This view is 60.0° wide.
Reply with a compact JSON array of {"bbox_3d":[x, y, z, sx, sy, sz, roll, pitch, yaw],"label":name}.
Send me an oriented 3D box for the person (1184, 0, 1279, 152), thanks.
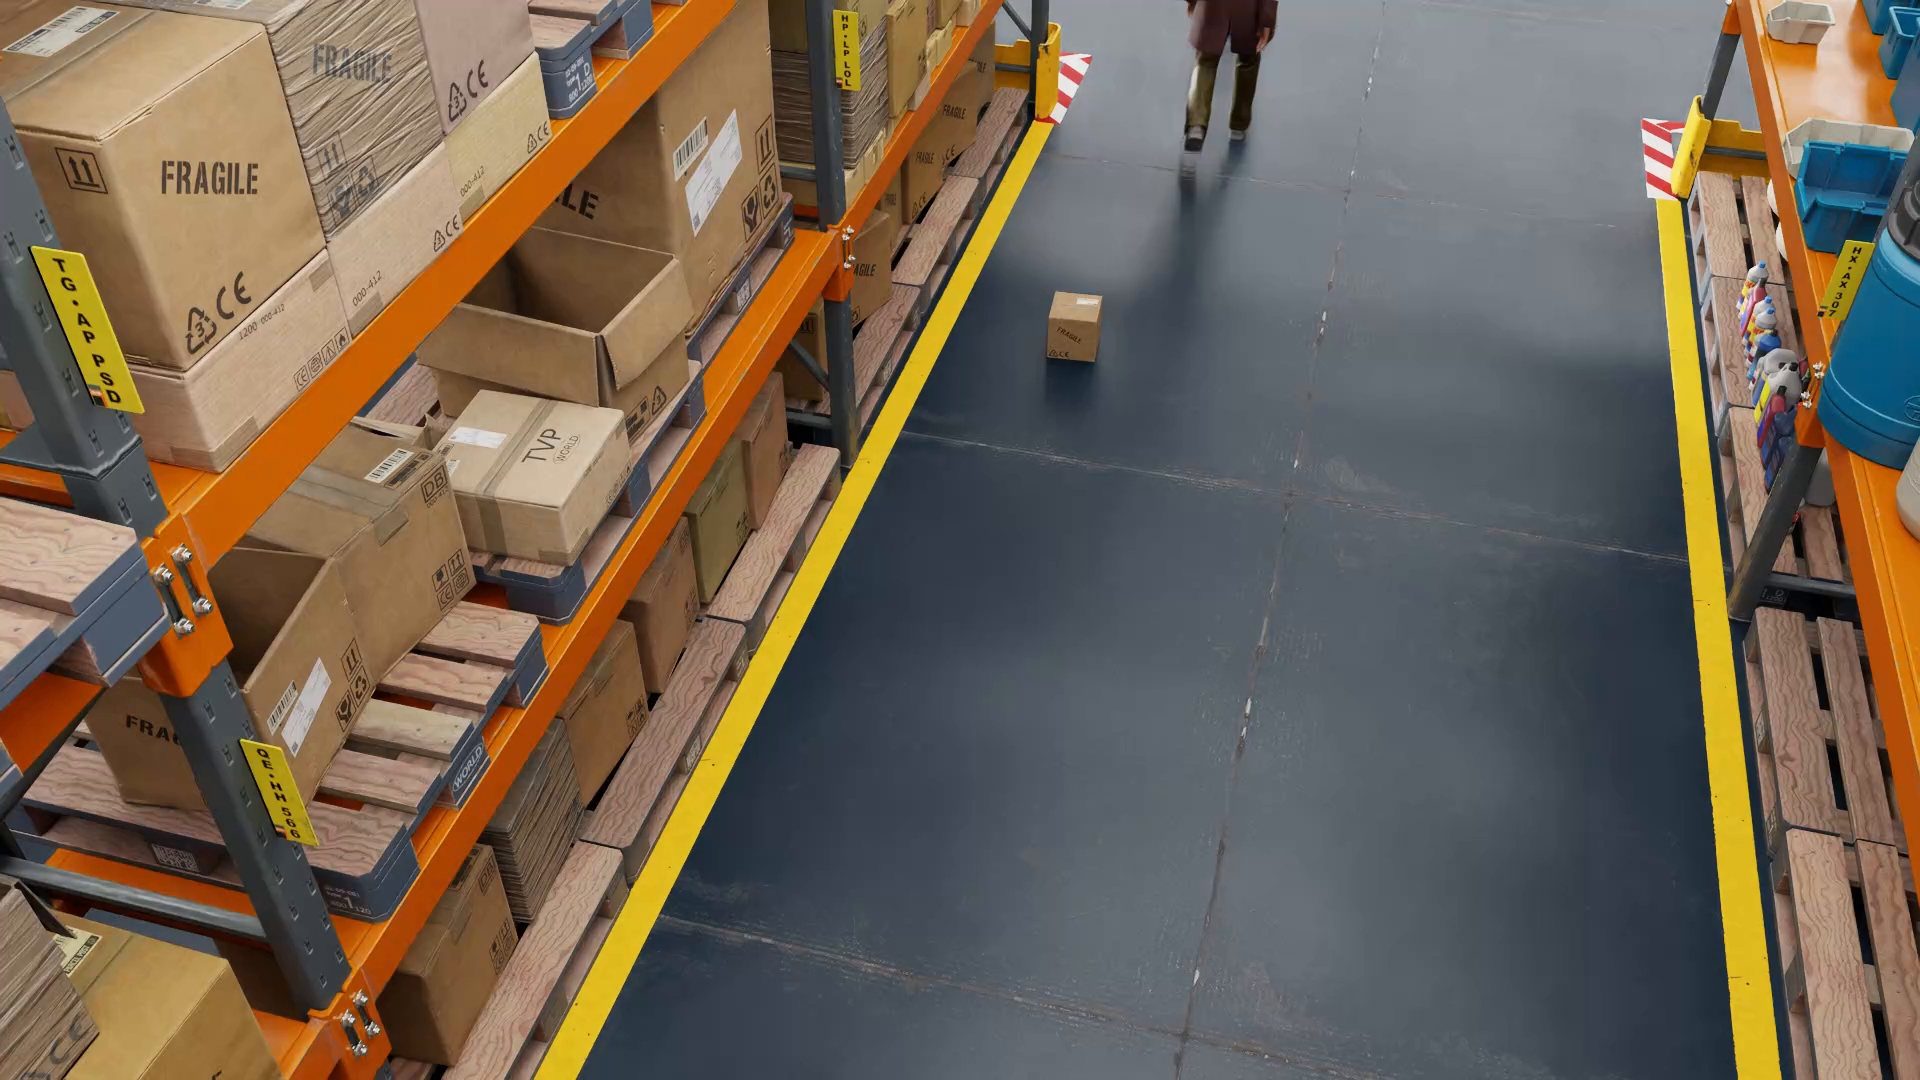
[{"bbox_3d":[1.590,-3.128,9.823,0.590,1.747,0.944,11,42,13],"label":"person"}]
